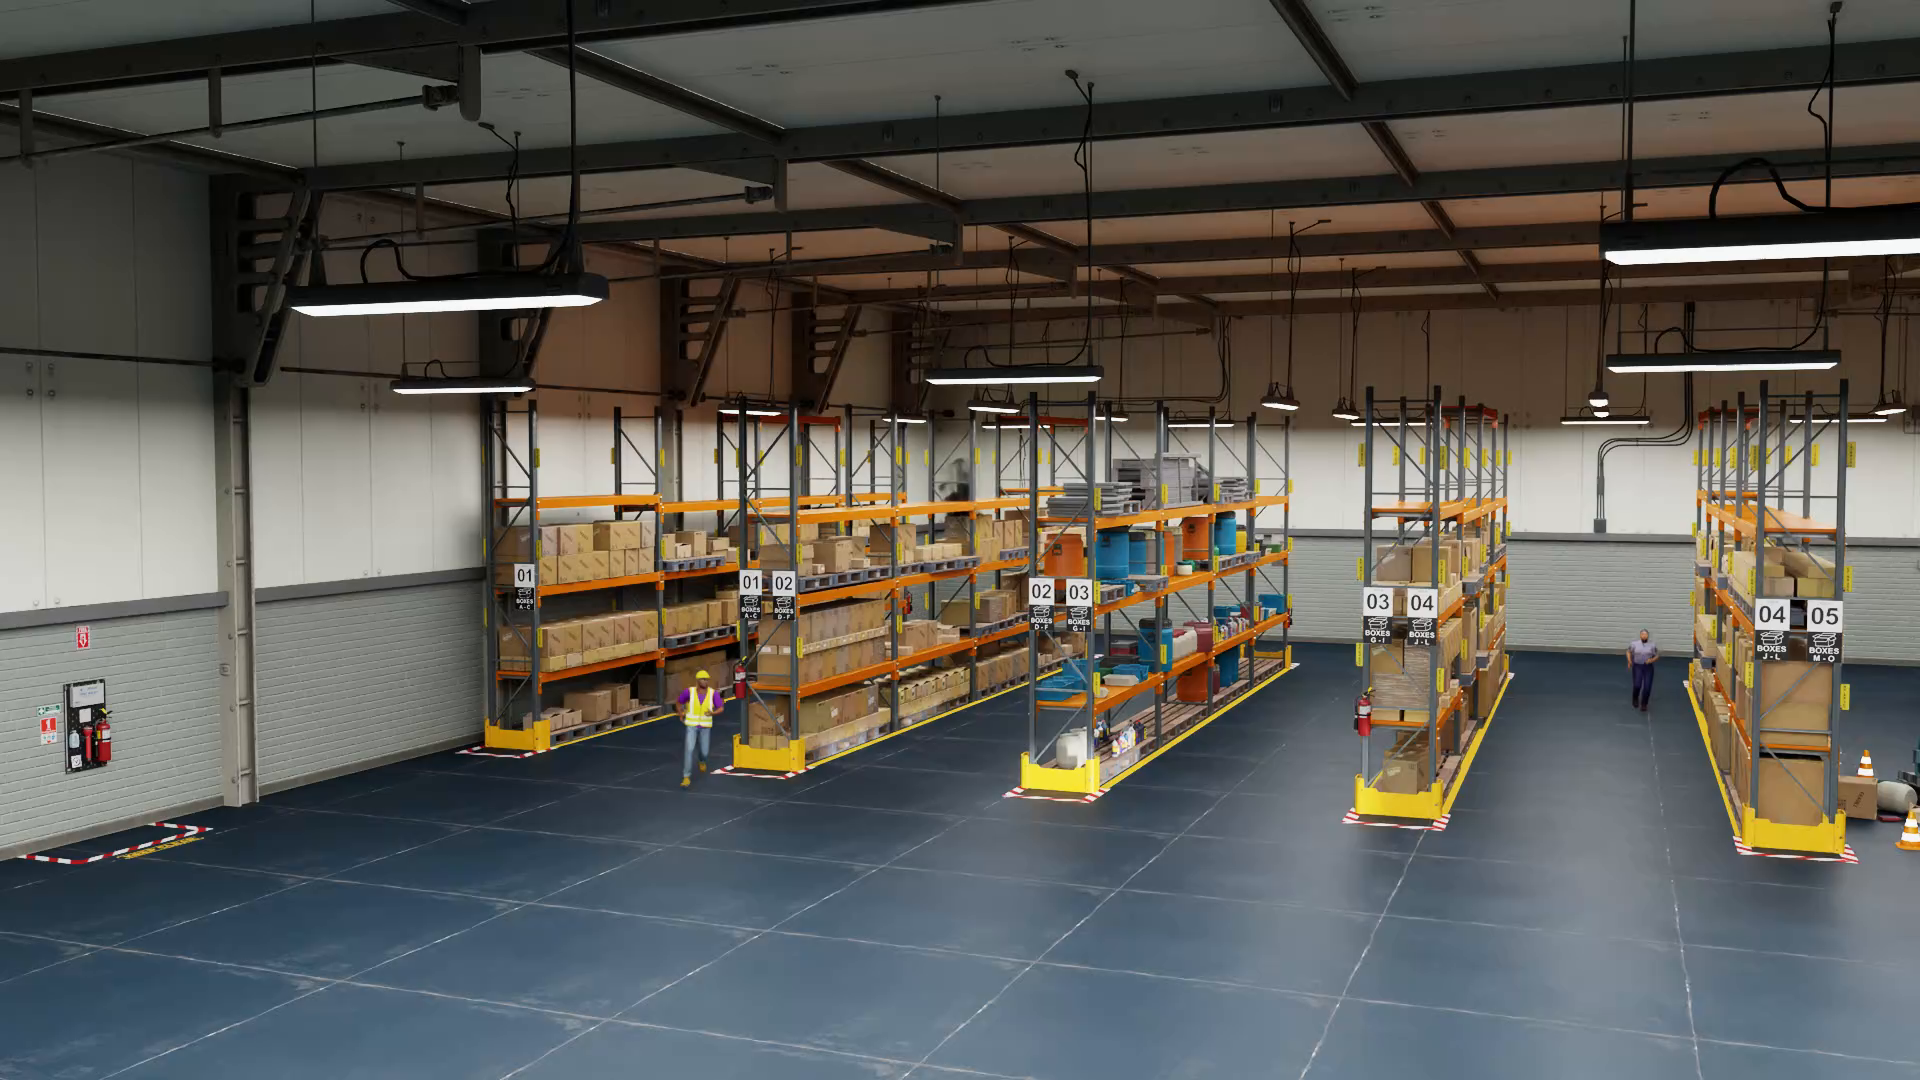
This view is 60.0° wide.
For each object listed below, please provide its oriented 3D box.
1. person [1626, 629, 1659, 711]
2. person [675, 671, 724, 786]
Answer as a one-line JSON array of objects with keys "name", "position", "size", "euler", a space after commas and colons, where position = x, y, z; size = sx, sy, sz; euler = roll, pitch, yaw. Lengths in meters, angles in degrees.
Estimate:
[{"name": "person", "position": [13.505, 2.577, 32.891], "size": [0.598, 1.619, 0.580], "euler": [1, 3, 19]}, {"name": "person", "position": [-4.031, 2.887, 25.806], "size": [0.731, 1.731, 0.861], "euler": [-1, 3, -15]}]
